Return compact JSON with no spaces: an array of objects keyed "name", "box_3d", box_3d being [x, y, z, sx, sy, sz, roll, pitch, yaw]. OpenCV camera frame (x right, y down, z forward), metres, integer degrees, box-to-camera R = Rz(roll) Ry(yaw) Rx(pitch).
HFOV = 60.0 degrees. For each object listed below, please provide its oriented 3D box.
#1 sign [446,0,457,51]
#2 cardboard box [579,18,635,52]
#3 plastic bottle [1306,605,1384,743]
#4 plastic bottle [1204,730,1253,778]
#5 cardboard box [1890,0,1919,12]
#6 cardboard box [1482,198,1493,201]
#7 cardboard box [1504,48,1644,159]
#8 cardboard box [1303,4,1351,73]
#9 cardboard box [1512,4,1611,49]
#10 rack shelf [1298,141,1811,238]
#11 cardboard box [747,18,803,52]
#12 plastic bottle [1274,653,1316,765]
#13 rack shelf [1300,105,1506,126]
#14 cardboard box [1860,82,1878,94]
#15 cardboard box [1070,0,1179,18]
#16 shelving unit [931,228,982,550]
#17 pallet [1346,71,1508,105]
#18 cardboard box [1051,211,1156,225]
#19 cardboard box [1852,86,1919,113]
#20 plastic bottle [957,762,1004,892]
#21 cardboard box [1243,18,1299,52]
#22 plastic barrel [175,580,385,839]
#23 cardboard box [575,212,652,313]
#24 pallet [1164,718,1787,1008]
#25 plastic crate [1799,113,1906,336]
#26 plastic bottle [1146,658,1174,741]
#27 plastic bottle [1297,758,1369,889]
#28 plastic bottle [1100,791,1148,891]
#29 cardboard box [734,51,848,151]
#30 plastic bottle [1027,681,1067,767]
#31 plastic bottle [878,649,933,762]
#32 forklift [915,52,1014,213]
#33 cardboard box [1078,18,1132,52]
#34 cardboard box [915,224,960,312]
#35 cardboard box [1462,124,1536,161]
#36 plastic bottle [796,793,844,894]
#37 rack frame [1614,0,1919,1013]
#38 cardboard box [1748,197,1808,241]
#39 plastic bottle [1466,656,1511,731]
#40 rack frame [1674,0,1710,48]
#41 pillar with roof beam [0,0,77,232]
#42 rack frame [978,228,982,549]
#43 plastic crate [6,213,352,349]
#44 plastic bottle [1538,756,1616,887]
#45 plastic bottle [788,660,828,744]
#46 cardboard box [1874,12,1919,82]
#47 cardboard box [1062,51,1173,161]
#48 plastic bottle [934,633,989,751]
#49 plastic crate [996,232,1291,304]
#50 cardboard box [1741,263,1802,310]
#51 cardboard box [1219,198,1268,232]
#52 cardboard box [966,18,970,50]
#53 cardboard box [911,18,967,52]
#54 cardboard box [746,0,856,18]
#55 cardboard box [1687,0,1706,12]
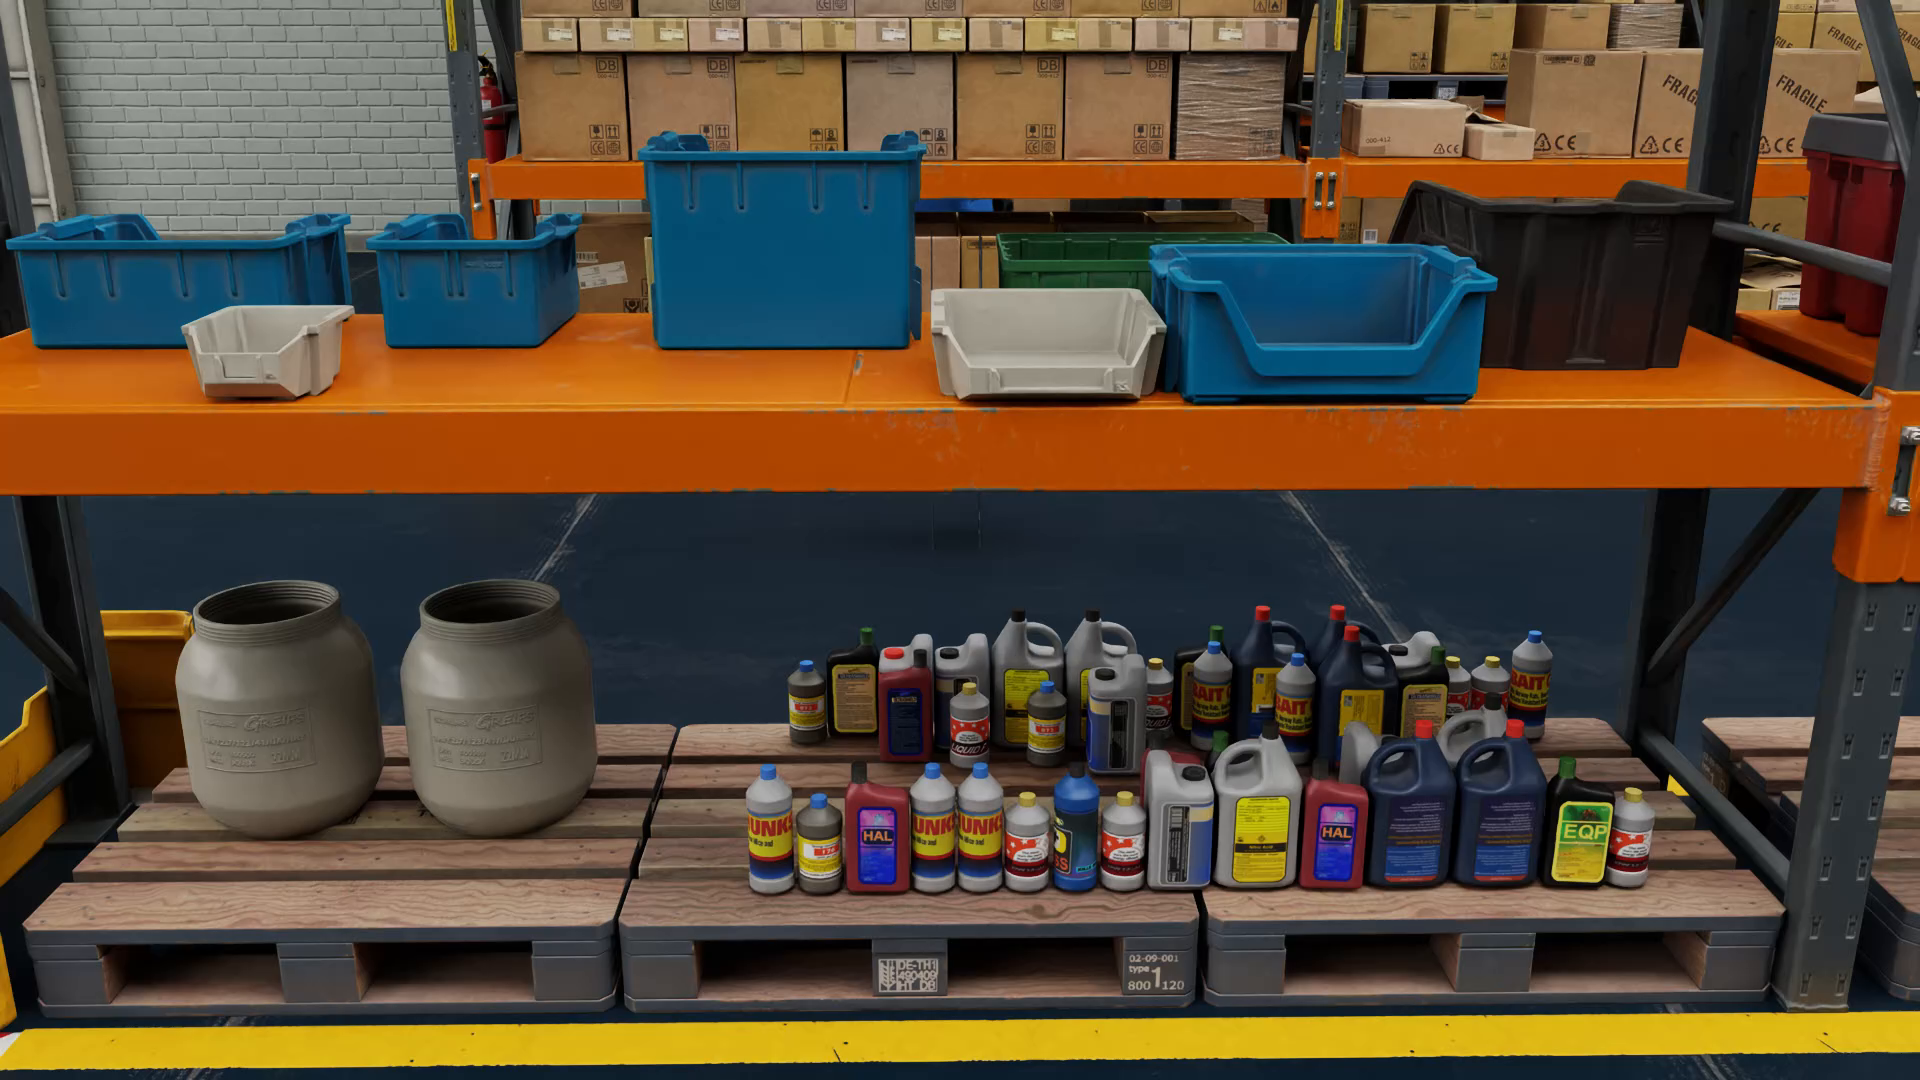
[{"name":"sign","box_3d":[-2.289,-2.368,7.470,0.005,0.325,0.100,0,18,-1]},{"name":"cardboard box","box_3d":[-1.632,-2.382,7.836,0.250,0.149,0.380,-1,18,-2]},{"name":"plastic bottle","box_3d":[0.968,0.335,4.208,0.185,0.351,0.144,0,18,1]},{"name":"plastic bottle","box_3d":[0.600,0.553,3.640,0.133,0.283,0.061,0,18,-1]},{"name":"cardboard box","box_3d":[7.120,-4.124,12.583,0.500,0.250,0.500,0,18,0]},{"name":"cardboard box","box_3d":[3.893,-2.660,13.302,0.500,0.500,0.700,0,18,-1]},{"name":"cardboard box","box_3d":[3.002,-2.155,8.192,0.500,0.500,0.500,1,18,3]},{"name":"cardboard box","box_3d":[2.694,-3.869,12.814,0.500,0.500,0.700,2,18,5]},{"name":"cardboard box","box_3d":[4.597,-3.879,12.847,0.500,0.500,0.700,-2,18,-6]},{"name":"rack shelf","box_3d":[3.707,-1.774,8.343,4.000,0.370,1.077,0,18,-1]},{"name":"cardboard box","box_3d":[-0.864,-2.385,7.847,0.250,0.149,0.380,-1,18,-3]},{"name":"plastic bottle","box_3d":[0.825,0.411,4.103,0.097,0.271,0.097,0,18,0]},{"name":"rack shelf","box_3d":[3.625,-3.286,13.060,4.000,0.370,1.077,0,18,-1]},{"name":"cardboard box","box_3d":[6.986,-3.476,12.852,0.250,0.149,0.380,0,18,0]},{"name":"cardboard box","box_3d":[0.759,-2.765,7.968,0.500,0.500,0.700,0,18,-1]},{"name":"shelving unit","box_3d":[-0.014,-0.571,6.364,0.189,1.200,0.258,0,18,-1]},{"name":"pallet","box_3d":[3.646,-3.525,12.940,1.213,0.211,1.003,0,18,-1]},{"name":"cardboard box","box_3d":[0.739,-1.443,8.721,0.500,0.500,0.500,0,18,-1]},{"name":"cardboard box","box_3d":[4.810,-2.138,8.448,0.500,0.311,0.500,0,18,-2]},{"name":"plastic bottle","box_3d":[0.043,0.600,3.514,0.097,0.271,0.097,0,18,0]},{"name":"cardboard box","box_3d":[1.439,-2.396,7.881,0.250,0.149,0.380,0,18,-1]},{"name":"plastic barrel","box_3d":[-1.561,0.384,3.826,0.421,0.512,0.421,0,18,0]},{"name":"cardboard box","box_3d":[-1.761,-1.428,8.676,0.500,0.500,0.500,0,18,-1]},{"name":"pallet","box_3d":[1.110,0.725,3.943,1.213,0.211,1.003,0,18,-1]},{"name":"plastic crate","box_3d":[2.261,-0.720,3.776,0.583,0.464,0.402,0,18,-1]},{"name":"plastic bottle","box_3d":[0.496,0.402,4.246,0.097,0.201,0.097,0,18,0]},{"name":"plastic bottle","box_3d":[0.788,0.596,3.506,0.133,0.283,0.061,1,18,3]},{"name":"plastic bottle","box_3d":[0.347,0.632,3.529,0.097,0.201,0.097,0,18,0]},{"name":"cardboard box","box_3d":[-0.804,-2.138,8.137,0.500,0.500,0.700,0,18,0]},{"name":"plastic bottle","box_3d":[0.214,0.447,4.104,0.097,0.201,0.097,0,18,0]},{"name":"plastic bottle","box_3d":[-0.134,0.407,4.096,0.133,0.283,0.061,0,18,-1]},{"name":"forklift","box_3d":[-0.186,-2.987,11.061,1.130,2.935,3.031,3,18,10]},{"name":"cardboard box","box_3d":[0.667,-2.392,7.868,0.250,0.149,0.380,0,18,-1]},{"name":"cardboard box","box_3d":[-0.253,-1.276,8.201,0.500,0.500,0.500,0,18,-1]},{"name":"cardboard box","box_3d":[2.597,-1.929,8.060,0.250,0.149,0.380,0,18,-1]},{"name":"plastic bottle","box_3d":[-0.296,0.635,3.519,0.097,0.201,0.097,0,18,0]},{"name":"rack frame","box_3d":[1.782,-0.594,3.487,0.127,3.000,1.000,0,18,-1]},{"name":"cardboard box","box_3d":[6.362,-2.778,13.130,0.750,0.750,0.750,-1,18,-2]},{"name":"plastic bottle","box_3d":[1.355,0.398,4.259,0.097,0.201,0.097,0,18,0]},{"name":"rack frame","box_3d":[5.625,-3.639,12.980,0.127,3.000,1.000,0,18,-1]},{"name":"pillar with roof beam","box_3d":[-7.619,-5.381,8.588,0.400,9.000,9.100,0,18,-1]},{"name":"rack frame","box_3d":[0.077,-0.572,6.365,0.006,1.200,0.240,0,18,-1]},{"name":"plastic crate","box_3d":[-1.722,-0.597,3.742,0.616,0.251,0.499,0,18,-1]},{"name":"plastic bottle","box_3d":[1.306,0.593,3.514,0.133,0.283,0.061,1,18,2]},{"name":"plastic bottle","box_3d":[-0.388,0.406,4.232,0.097,0.201,0.097,0,18,0]},{"name":"cardboard box","box_3d":[7.135,-3.763,12.685,0.500,0.500,0.500,0,18,-1]},{"name":"cardboard box","box_3d":[0.737,-2.145,8.161,0.500,0.500,0.700,0,18,-1]},{"name":"plastic bottle","box_3d":[0.003,0.377,4.201,0.135,0.276,0.152,-1,18,-2]},{"name":"plastic crate","box_3d":[0.420,-0.572,3.768,0.662,0.188,0.450,0,18,-1]},{"name":"cardboard box","box_3d":[4.163,-1.200,8.272,0.500,0.311,0.500,0,18,-1]},{"name":"cardboard box","box_3d":[2.361,-2.647,13.261,0.500,0.500,0.700,0,18,1]},{"name":"cardboard box","box_3d":[0.147,-2.513,8.246,0.250,0.149,0.380,-1,18,-2]},{"name":"cardboard box","box_3d":[-0.096,-2.388,7.856,0.250,0.149,0.380,0,18,1]},{"name":"cardboard box","box_3d":[-0.742,-2.758,7.947,0.500,0.500,0.700,0,18,-1]},{"name":"cardboard box","box_3d":[6.074,-4.276,13.055,0.500,0.250,0.500,0,18,1]}]
